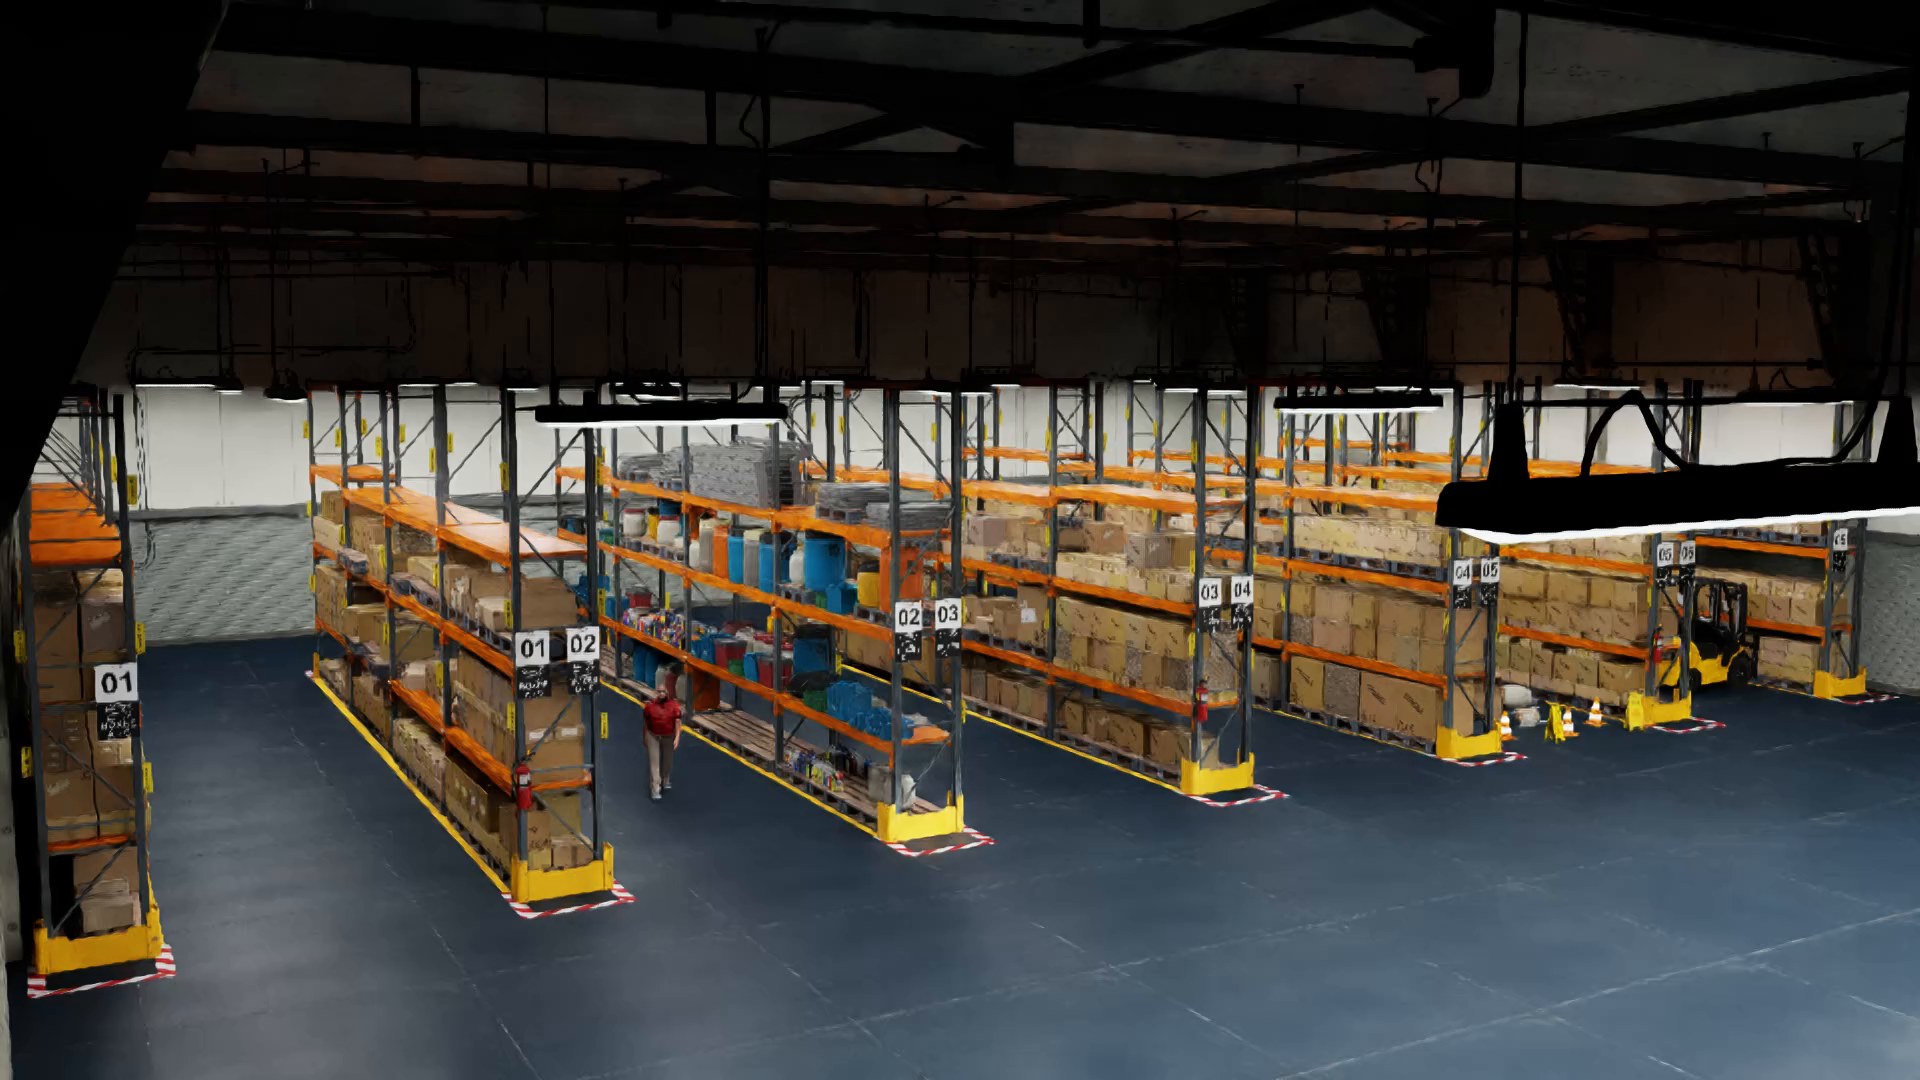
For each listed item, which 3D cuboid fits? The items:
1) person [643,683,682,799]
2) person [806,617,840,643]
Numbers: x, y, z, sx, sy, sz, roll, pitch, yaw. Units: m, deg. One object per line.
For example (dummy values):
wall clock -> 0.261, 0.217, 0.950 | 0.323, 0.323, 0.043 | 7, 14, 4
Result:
person -> -4.345, 2.906, 24.327 | 0.533, 1.658, 1.031 | -2, 6, -20
person -> -2.727, 1.953, 33.253 | 0.719, 1.714, 0.578 | -4, 7, -30
